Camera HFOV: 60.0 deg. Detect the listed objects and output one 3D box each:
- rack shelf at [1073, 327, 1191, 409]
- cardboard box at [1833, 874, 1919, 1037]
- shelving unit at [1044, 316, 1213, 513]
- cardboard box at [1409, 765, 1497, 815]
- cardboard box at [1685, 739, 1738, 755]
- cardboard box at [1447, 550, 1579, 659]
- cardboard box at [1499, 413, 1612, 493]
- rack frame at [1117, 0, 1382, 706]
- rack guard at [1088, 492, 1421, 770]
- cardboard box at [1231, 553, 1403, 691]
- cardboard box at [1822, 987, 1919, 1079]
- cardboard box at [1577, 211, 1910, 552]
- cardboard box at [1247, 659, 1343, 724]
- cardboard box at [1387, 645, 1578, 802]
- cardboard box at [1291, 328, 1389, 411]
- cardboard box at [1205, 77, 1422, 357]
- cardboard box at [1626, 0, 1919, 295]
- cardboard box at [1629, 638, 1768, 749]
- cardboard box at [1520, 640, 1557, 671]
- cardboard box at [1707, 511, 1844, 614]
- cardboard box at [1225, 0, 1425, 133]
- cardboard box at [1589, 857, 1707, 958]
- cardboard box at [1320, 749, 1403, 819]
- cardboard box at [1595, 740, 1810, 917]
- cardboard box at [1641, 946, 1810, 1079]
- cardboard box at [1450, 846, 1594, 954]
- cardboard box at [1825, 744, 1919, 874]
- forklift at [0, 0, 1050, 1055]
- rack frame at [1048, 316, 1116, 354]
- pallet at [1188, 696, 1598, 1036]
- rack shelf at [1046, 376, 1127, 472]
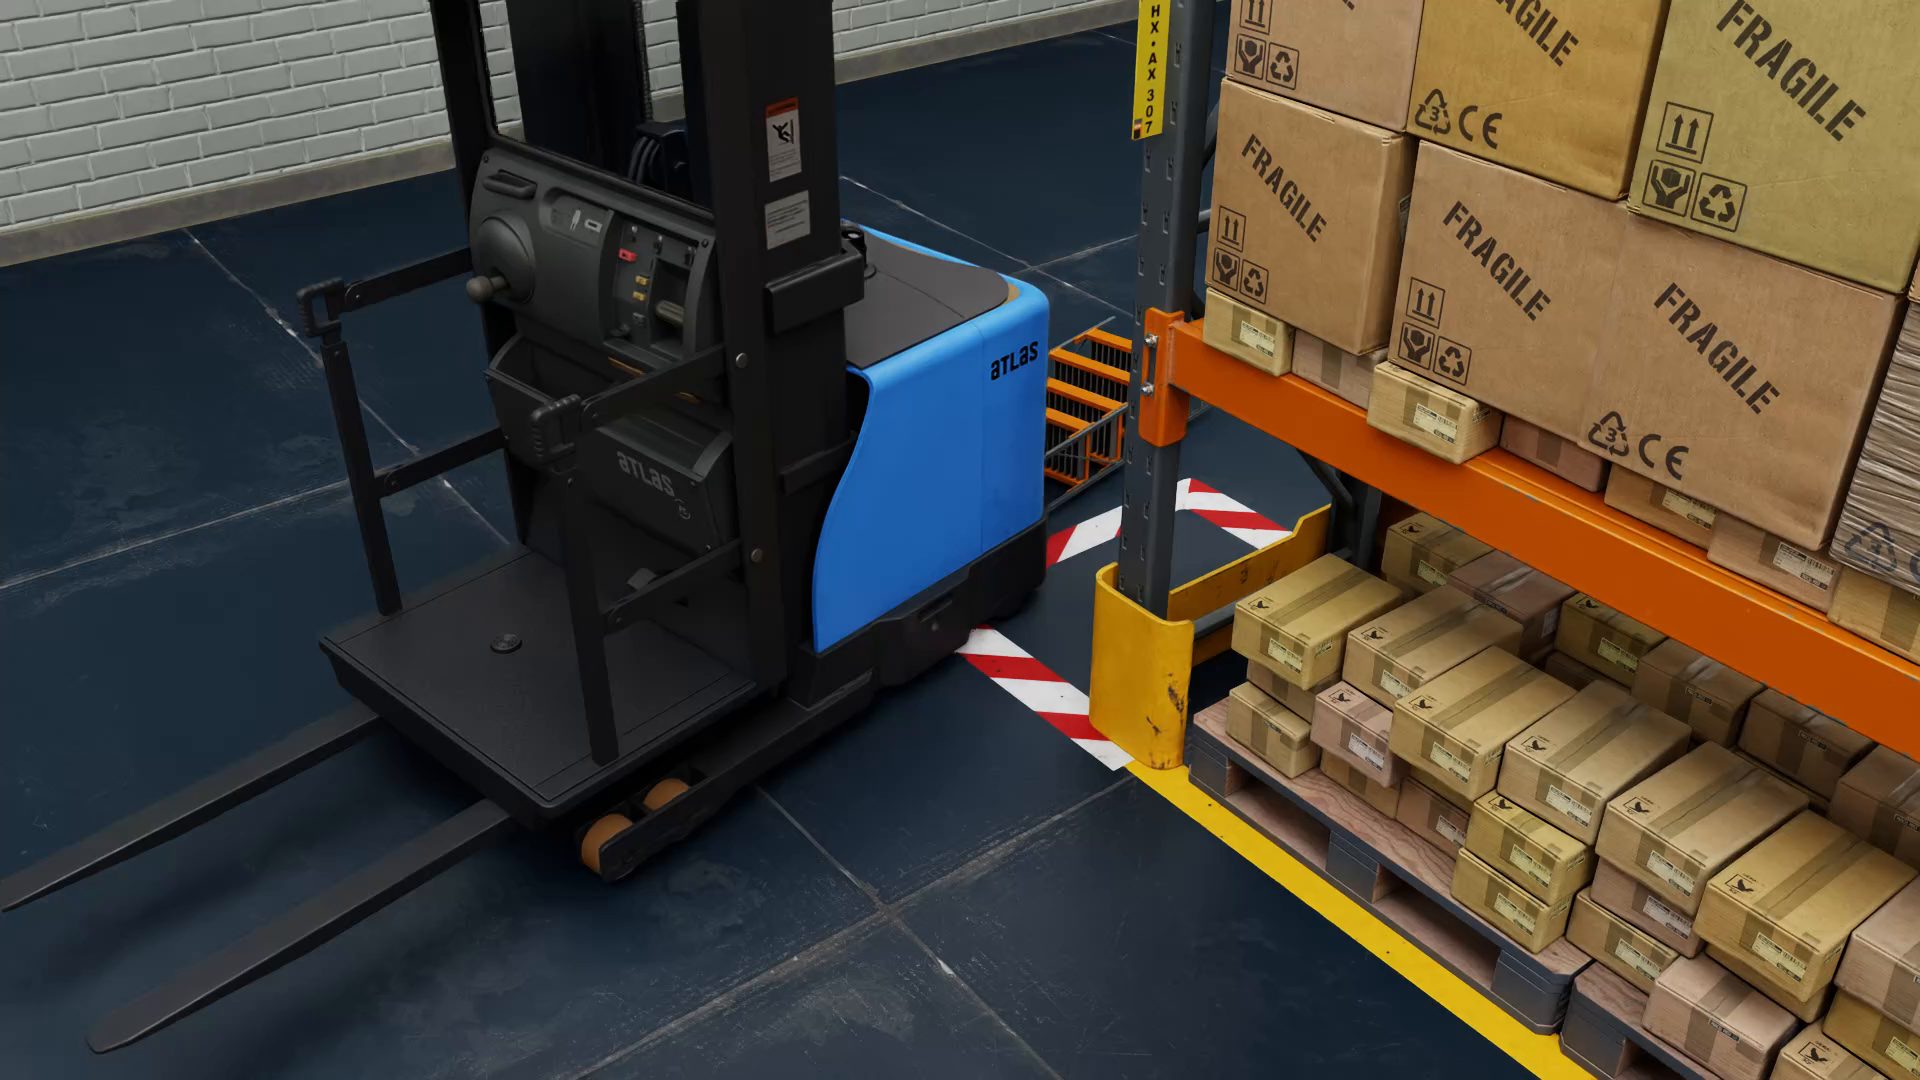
[{"bbox_3d":[0.674,-0.631,6.487,0.480,0.258,0.148,24,39,33],"label":"rack shelf"},{"bbox_3d":[1.978,0.823,3.322,0.380,0.149,0.250,-22,38,-31],"label":"cardboard box"},{"bbox_3d":[0.421,-0.473,6.232,0.503,0.258,1.200,24,39,33],"label":"shelving unit"},{"bbox_3d":[1.335,0.512,4.104,0.380,0.149,0.250,-22,38,-31],"label":"cardboard box"},{"bbox_3d":[1.826,0.494,4.133,0.380,0.149,0.250,-23,38,-32],"label":"cardboard box"},{"bbox_3d":[1.507,0.141,4.420,0.380,0.149,0.250,-21,38,-30],"label":"cardboard box"},{"bbox_3d":[1.391,-0.267,3.576,0.380,0.149,0.250,-20,37,-29],"label":"cardboard box"},{"bbox_3d":[0.873,-0.901,4.358,1.000,3.000,0.127,-22,38,-31],"label":"rack frame"},{"bbox_3d":[0.920,0.192,4.966,1.175,0.500,0.348,-22,38,-31],"label":"rack guard"},{"bbox_3d":[0.926,0.207,4.314,0.380,0.149,0.250,-24,39,-33],"label":"cardboard box"},{"bbox_3d":[2.001,0.950,3.400,0.380,0.149,0.250,-20,37,-29],"label":"cardboard box"},{"bbox_3d":[1.569,-0.370,3.127,0.500,0.500,0.500,-22,38,-31],"label":"cardboard box"},{"bbox_3d":[0.992,0.307,4.435,0.380,0.149,0.250,-21,37,-29],"label":"cardboard box"},{"bbox_3d":[1.243,0.430,3.956,0.380,0.149,0.250,-22,38,-32],"label":"cardboard box"},{"bbox_3d":[1.002,-0.461,3.887,0.380,0.149,0.250,-21,37,-30],"label":"cardboard box"},{"bbox_3d":[0.930,-0.793,3.808,0.500,0.500,0.500,-20,37,-29],"label":"cardboard box"},{"bbox_3d":[1.554,-0.789,2.854,0.500,0.500,0.500,-23,39,-32],"label":"cardboard box"},{"bbox_3d":[1.874,0.336,4.106,0.380,0.149,0.250,-24,39,-33],"label":"cardboard box"},{"bbox_3d":[1.540,0.259,4.512,0.380,0.149,0.250,-23,39,-32],"label":"cardboard box"},{"bbox_3d":[1.667,-0.035,3.201,0.380,0.149,0.250,-23,39,-32],"label":"cardboard box"},{"bbox_3d":[0.939,-1.222,3.550,0.500,0.500,0.500,-23,38,-32],"label":"cardboard box"},{"bbox_3d":[1.644,0.734,3.747,0.380,0.149,0.250,-24,39,-34],"label":"cardboard box"},{"bbox_3d":[1.167,0.536,4.348,0.380,0.149,0.250,-22,38,-32],"label":"cardboard box"},{"bbox_3d":[1.623,0.625,3.641,0.380,0.149,0.250,-21,37,-30],"label":"cardboard box"},{"bbox_3d":[1.710,0.987,3.622,0.380,0.149,0.250,-24,39,-34],"label":"cardboard box"},{"bbox_3d":[1.395,0.779,3.956,0.380,0.149,0.250,-22,38,-31],"label":"cardboard box"},{"bbox_3d":[2.157,0.576,3.720,0.380,0.149,0.250,-24,39,-33],"label":"cardboard box"},{"bbox_3d":[-1.079,-0.667,4.045,1.130,2.935,3.031,25,40,35],"label":"forklift"},{"bbox_3d":[0.234,-0.555,6.365,0.015,0.240,1.200,24,39,33],"label":"rack frame"},{"bbox_3d":[1.390,0.665,4.479,1.003,0.211,1.213,-22,38,-31],"label":"pallet"},{"bbox_3d":[0.378,-0.445,6.188,0.480,0.258,0.148,24,39,33],"label":"rack shelf"}]
